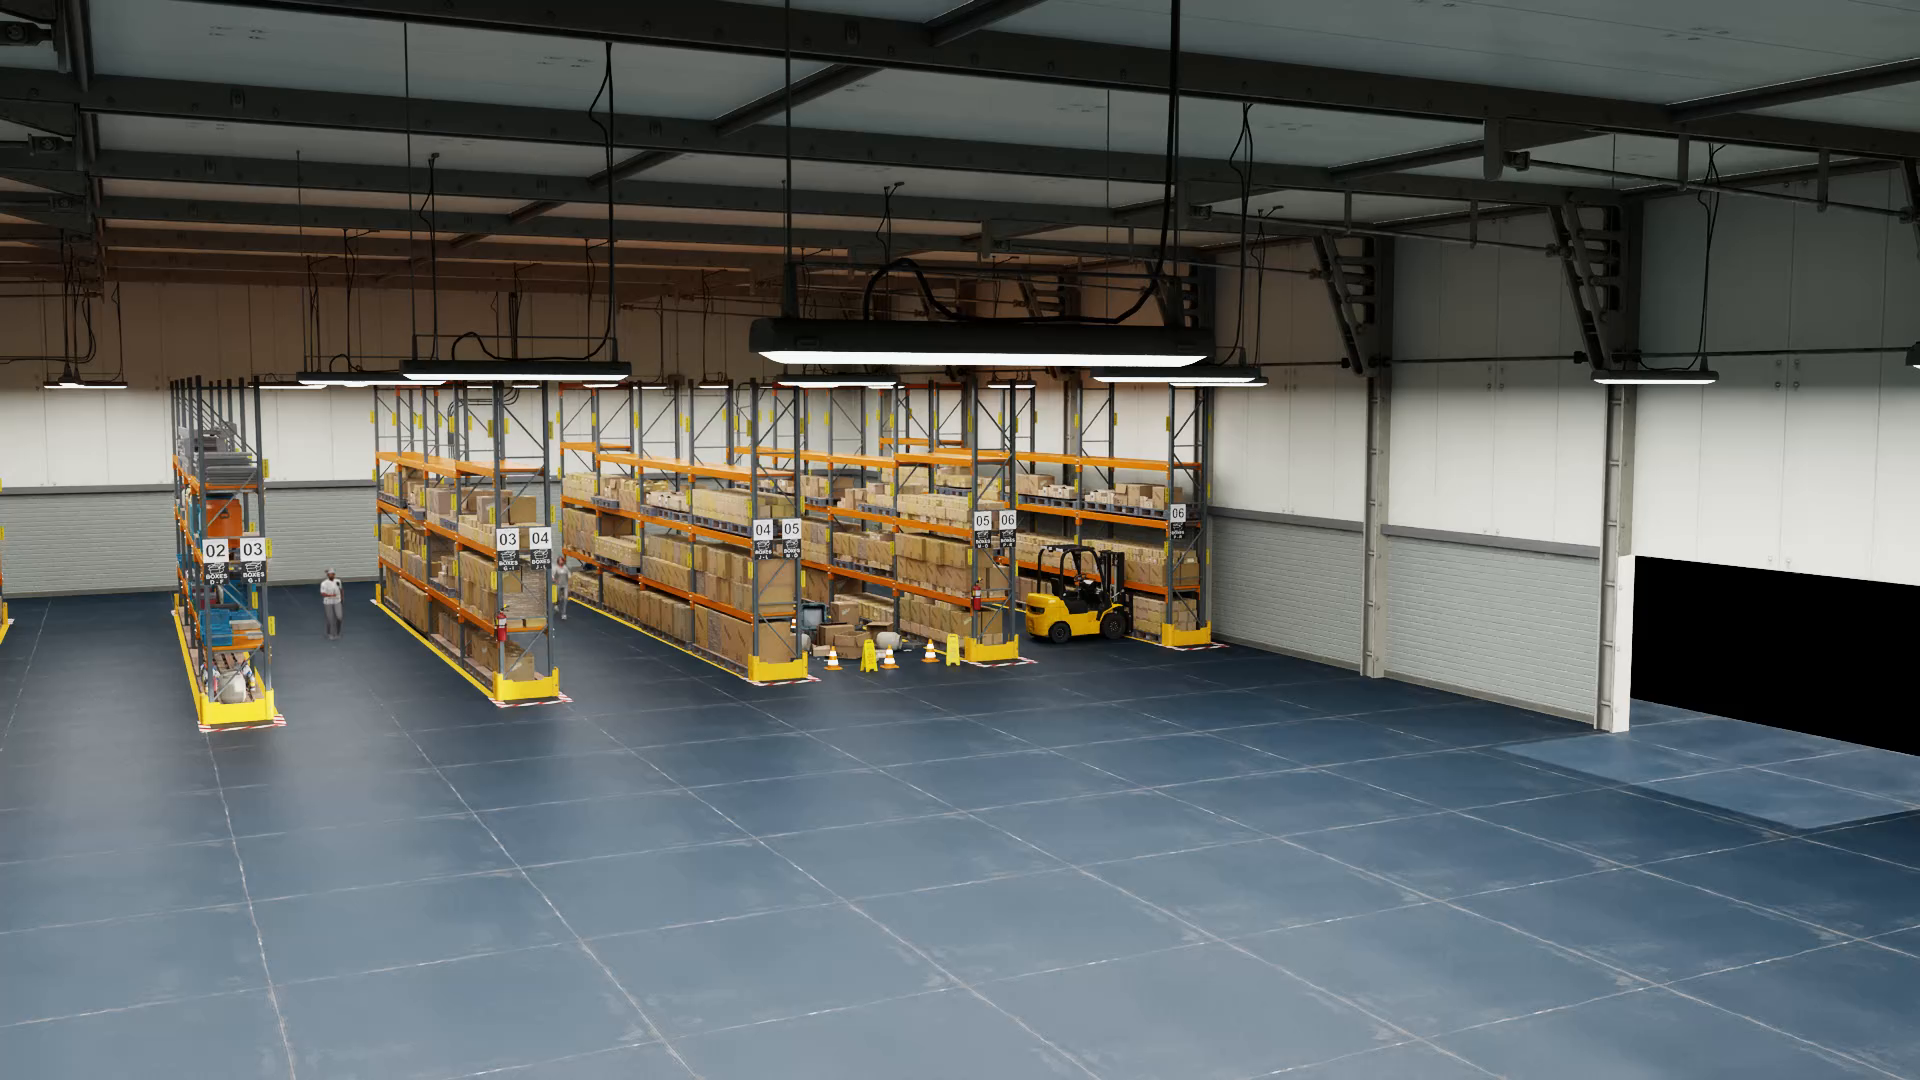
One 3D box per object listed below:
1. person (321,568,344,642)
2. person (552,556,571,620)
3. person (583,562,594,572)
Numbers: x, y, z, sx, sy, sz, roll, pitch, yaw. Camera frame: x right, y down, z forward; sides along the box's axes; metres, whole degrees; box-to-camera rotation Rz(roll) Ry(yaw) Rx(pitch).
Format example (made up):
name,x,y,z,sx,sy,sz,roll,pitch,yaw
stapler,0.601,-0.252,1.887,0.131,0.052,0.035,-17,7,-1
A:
name,x,y,z,sx,sy,sz,roll,pitch,yaw
person,-14.412,1.484,38.230,0.536,1.714,0.686,-3,6,-32
person,-10.095,1.205,42.142,0.552,1.585,0.769,-2,6,-26
person,-10.910,0.586,48.784,0.870,1.567,0.565,1,5,12
